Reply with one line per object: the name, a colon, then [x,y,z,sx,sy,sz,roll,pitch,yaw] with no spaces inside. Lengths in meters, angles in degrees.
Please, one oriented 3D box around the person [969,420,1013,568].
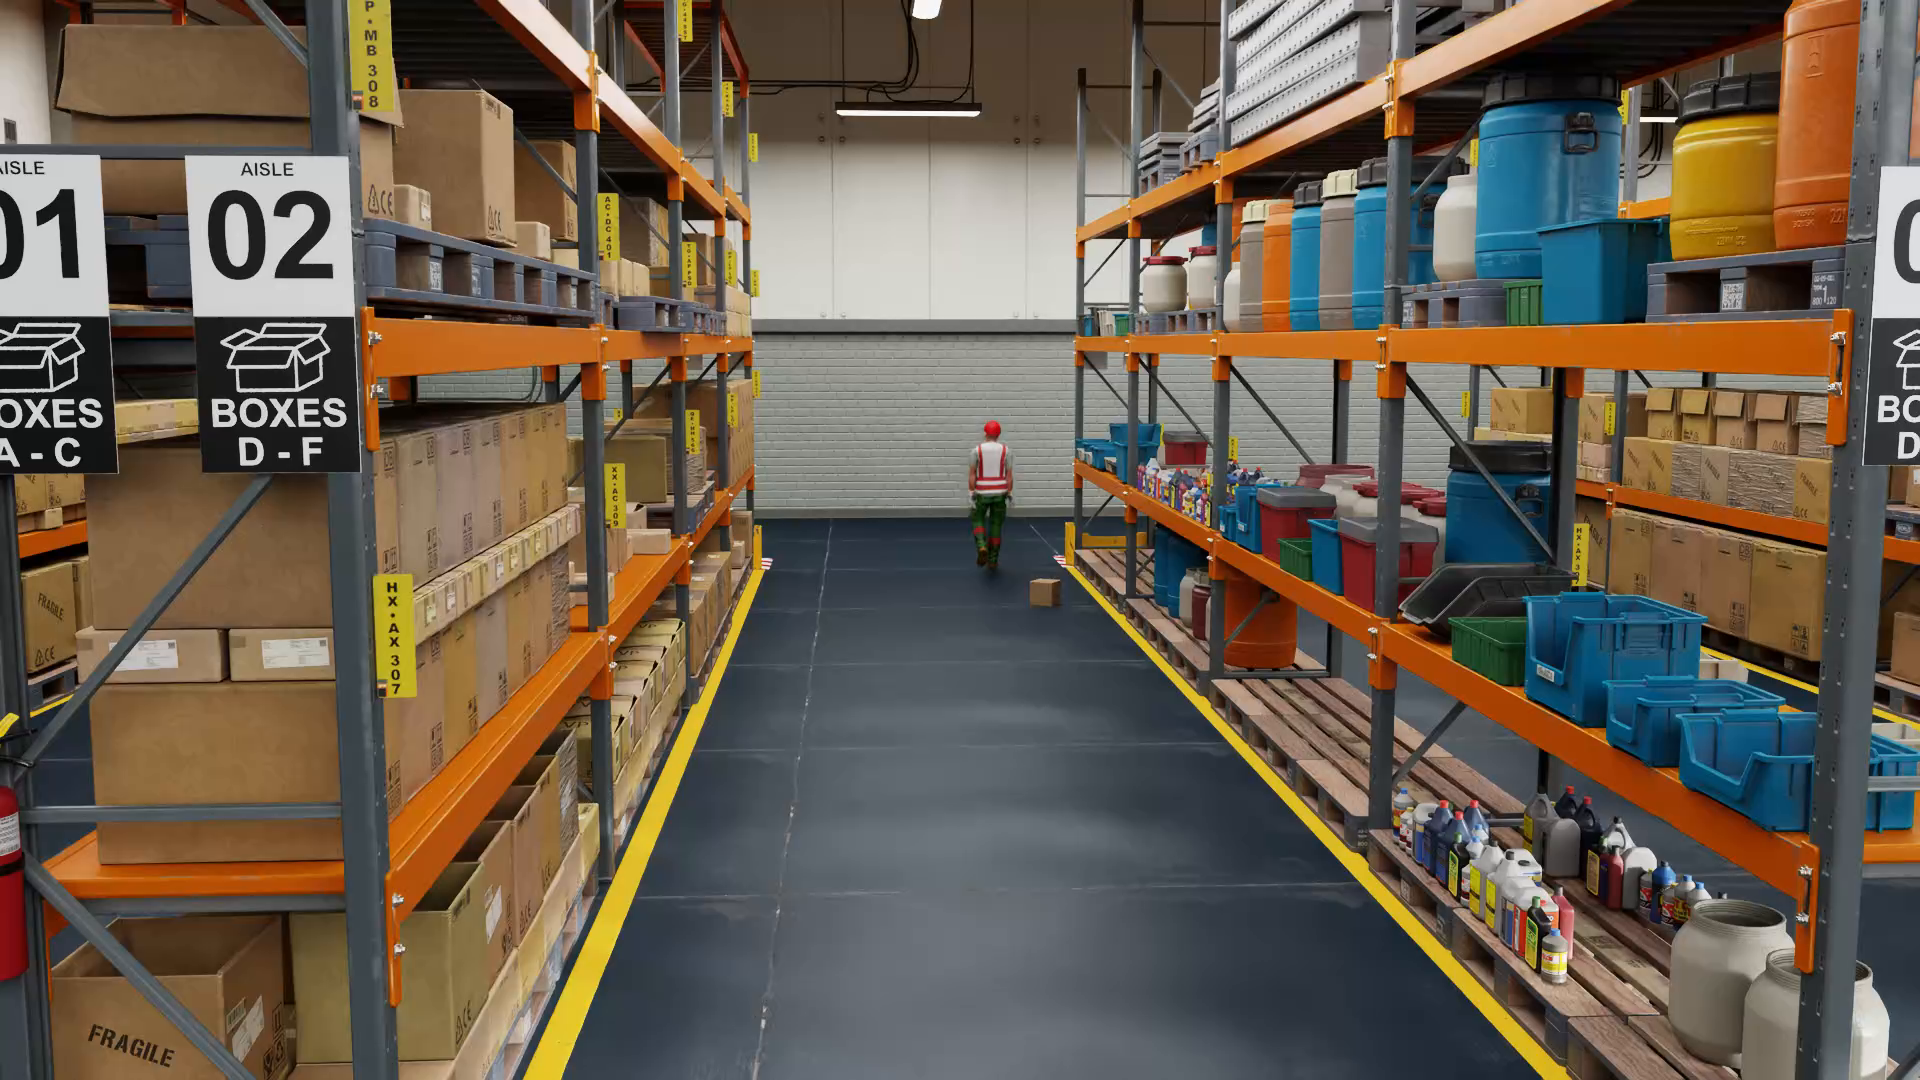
person: [0.374,-0.558,20.110,0.556,1.776,0.487,0,7,-4]
